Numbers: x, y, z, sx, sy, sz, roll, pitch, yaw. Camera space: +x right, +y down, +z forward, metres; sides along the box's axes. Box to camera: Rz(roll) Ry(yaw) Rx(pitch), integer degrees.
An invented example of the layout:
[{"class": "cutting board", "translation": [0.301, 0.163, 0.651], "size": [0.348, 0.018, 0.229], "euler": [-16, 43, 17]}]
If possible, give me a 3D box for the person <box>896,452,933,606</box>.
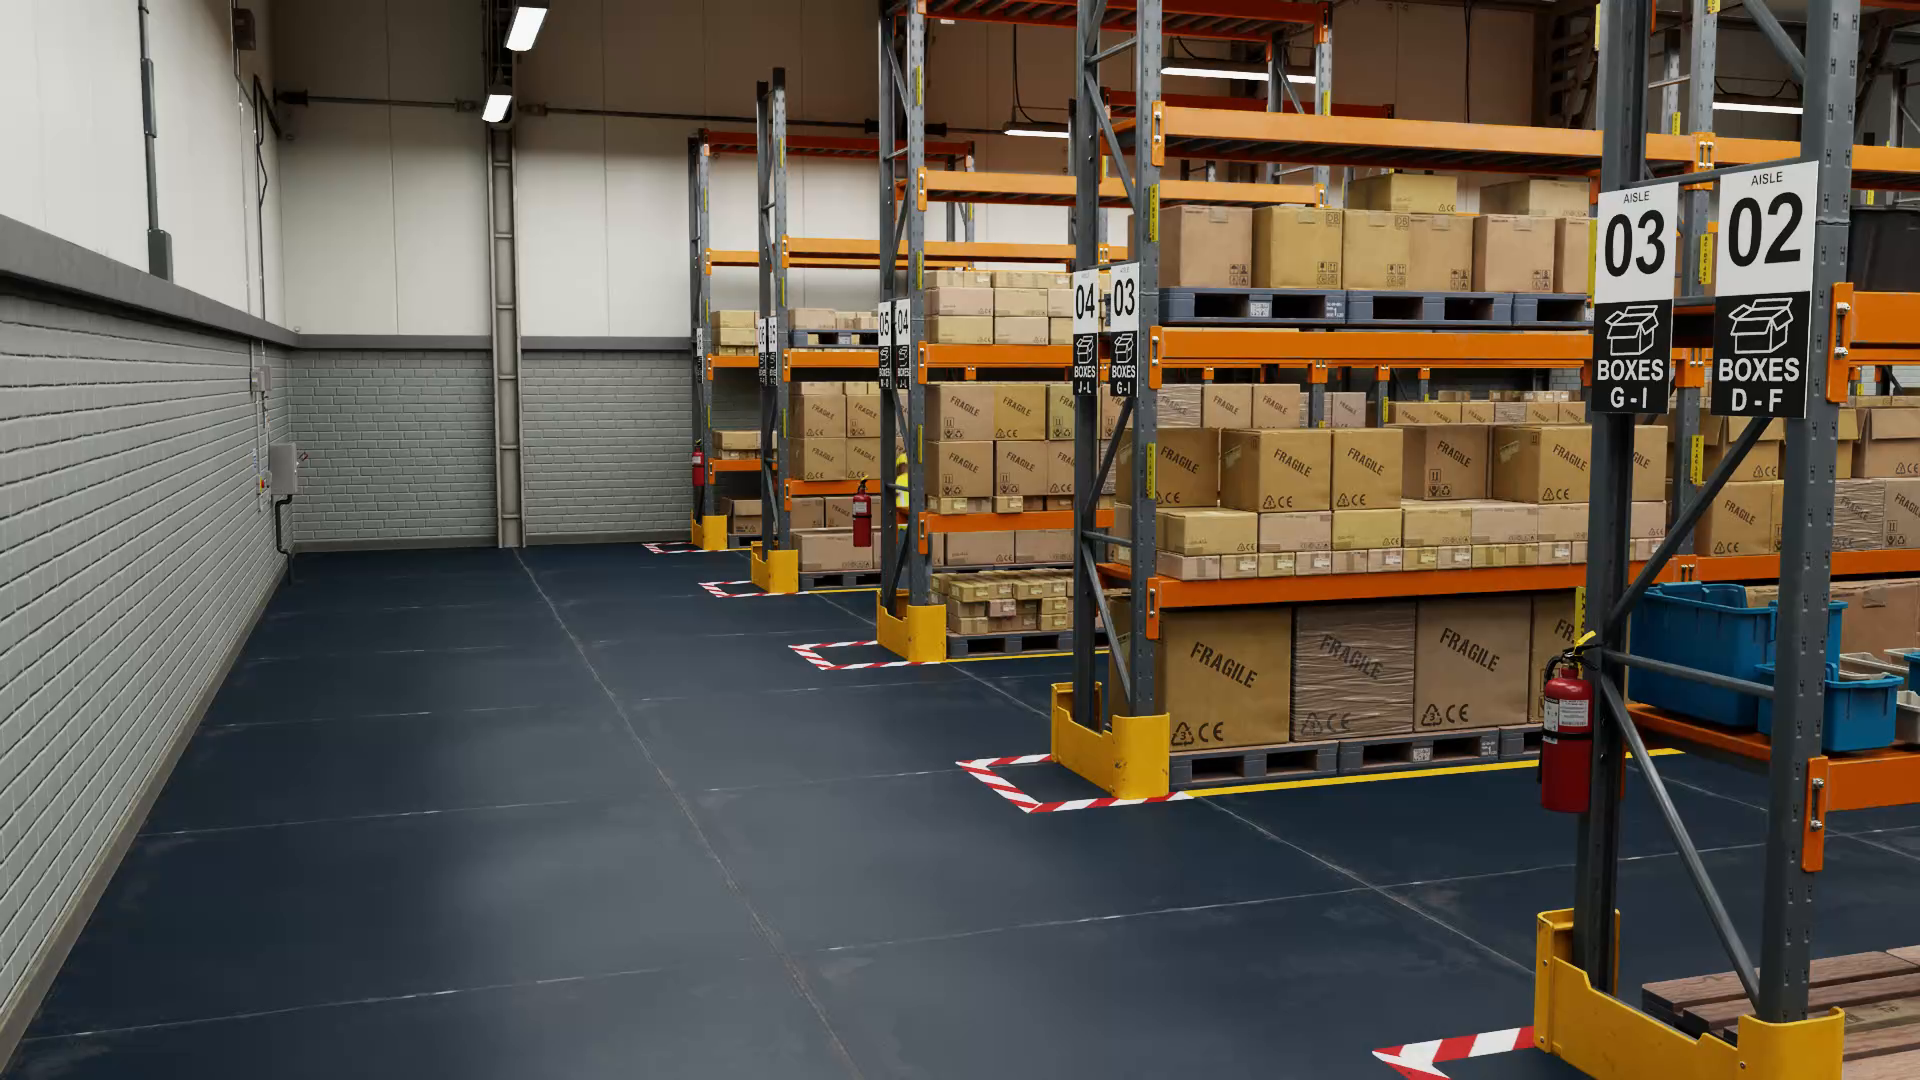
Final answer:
[{"class": "person", "translation": [-0.538, -0.100, 18.076], "size": [0.488, 1.693, 0.636], "euler": [-2, 6, -20]}]
